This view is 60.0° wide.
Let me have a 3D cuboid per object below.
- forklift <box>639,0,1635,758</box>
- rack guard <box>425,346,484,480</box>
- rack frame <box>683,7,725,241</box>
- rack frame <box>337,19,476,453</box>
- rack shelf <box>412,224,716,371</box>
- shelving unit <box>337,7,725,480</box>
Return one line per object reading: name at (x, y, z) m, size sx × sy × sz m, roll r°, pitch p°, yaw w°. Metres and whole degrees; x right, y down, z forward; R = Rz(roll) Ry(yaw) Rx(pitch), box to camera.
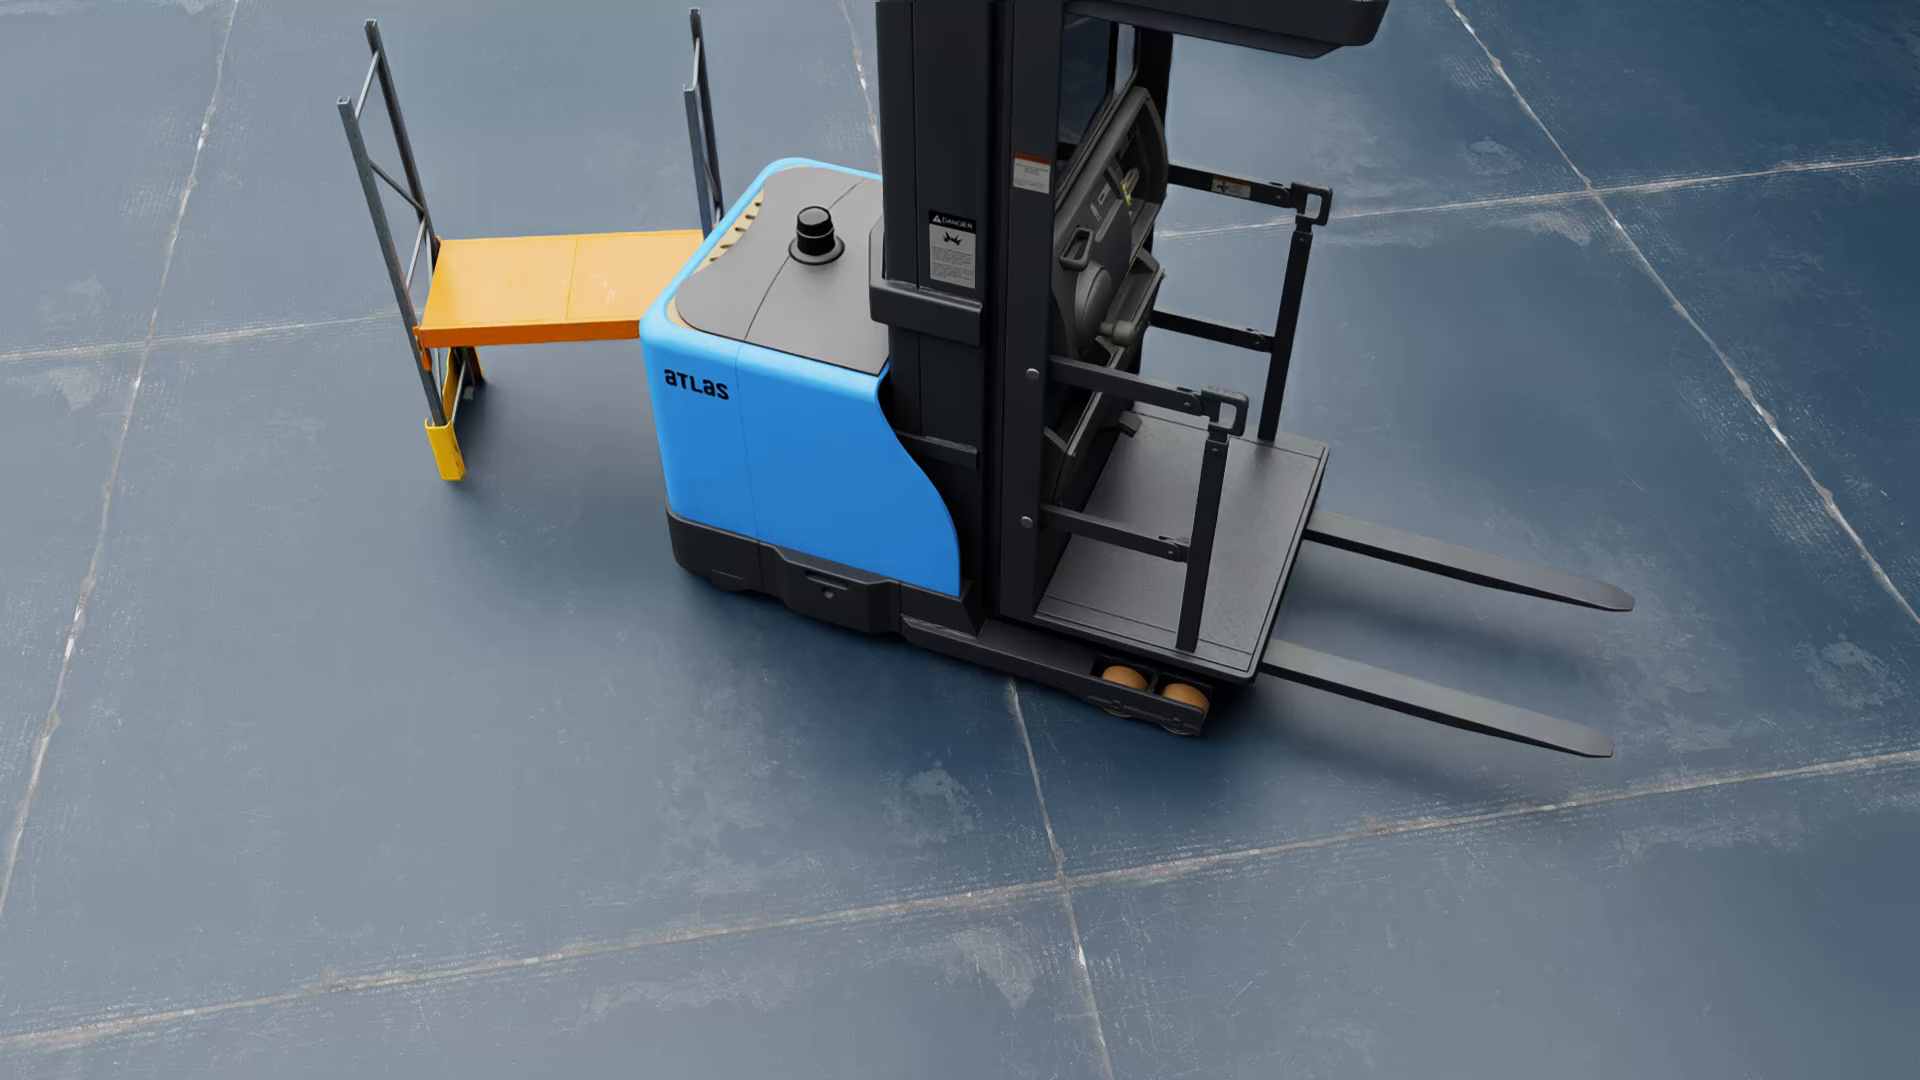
forklift at (0.604, -0.849, 4.533) m, size 3.031 × 2.935 × 1.130 m, roll 16°, pitch 48°, yaw 14°
rack guard at (-1.841, -0.512, 6.070) m, size 0.087 × 0.250 × 0.587 m, roll -3°, pitch 46°, yaw -3°
rack frame at (-0.828, -0.999, 5.671) m, size 0.032 × 1.500 × 0.500 m, roll -3°, pitch 46°, yaw -3°
rack frame at (-1.842, -0.946, 5.620) m, size 0.032 × 1.500 × 0.500 m, roll -3°, pitch 46°, yaw -3°
rack shelf at (-1.335, -0.848, 5.775) m, size 1.000 × 0.185 × 0.538 m, roll -3°, pitch 46°, yaw -3°
shelving unit at (-1.344, -0.972, 5.645) m, size 1.083 × 1.500 × 0.587 m, roll -3°, pitch 46°, yaw -3°
